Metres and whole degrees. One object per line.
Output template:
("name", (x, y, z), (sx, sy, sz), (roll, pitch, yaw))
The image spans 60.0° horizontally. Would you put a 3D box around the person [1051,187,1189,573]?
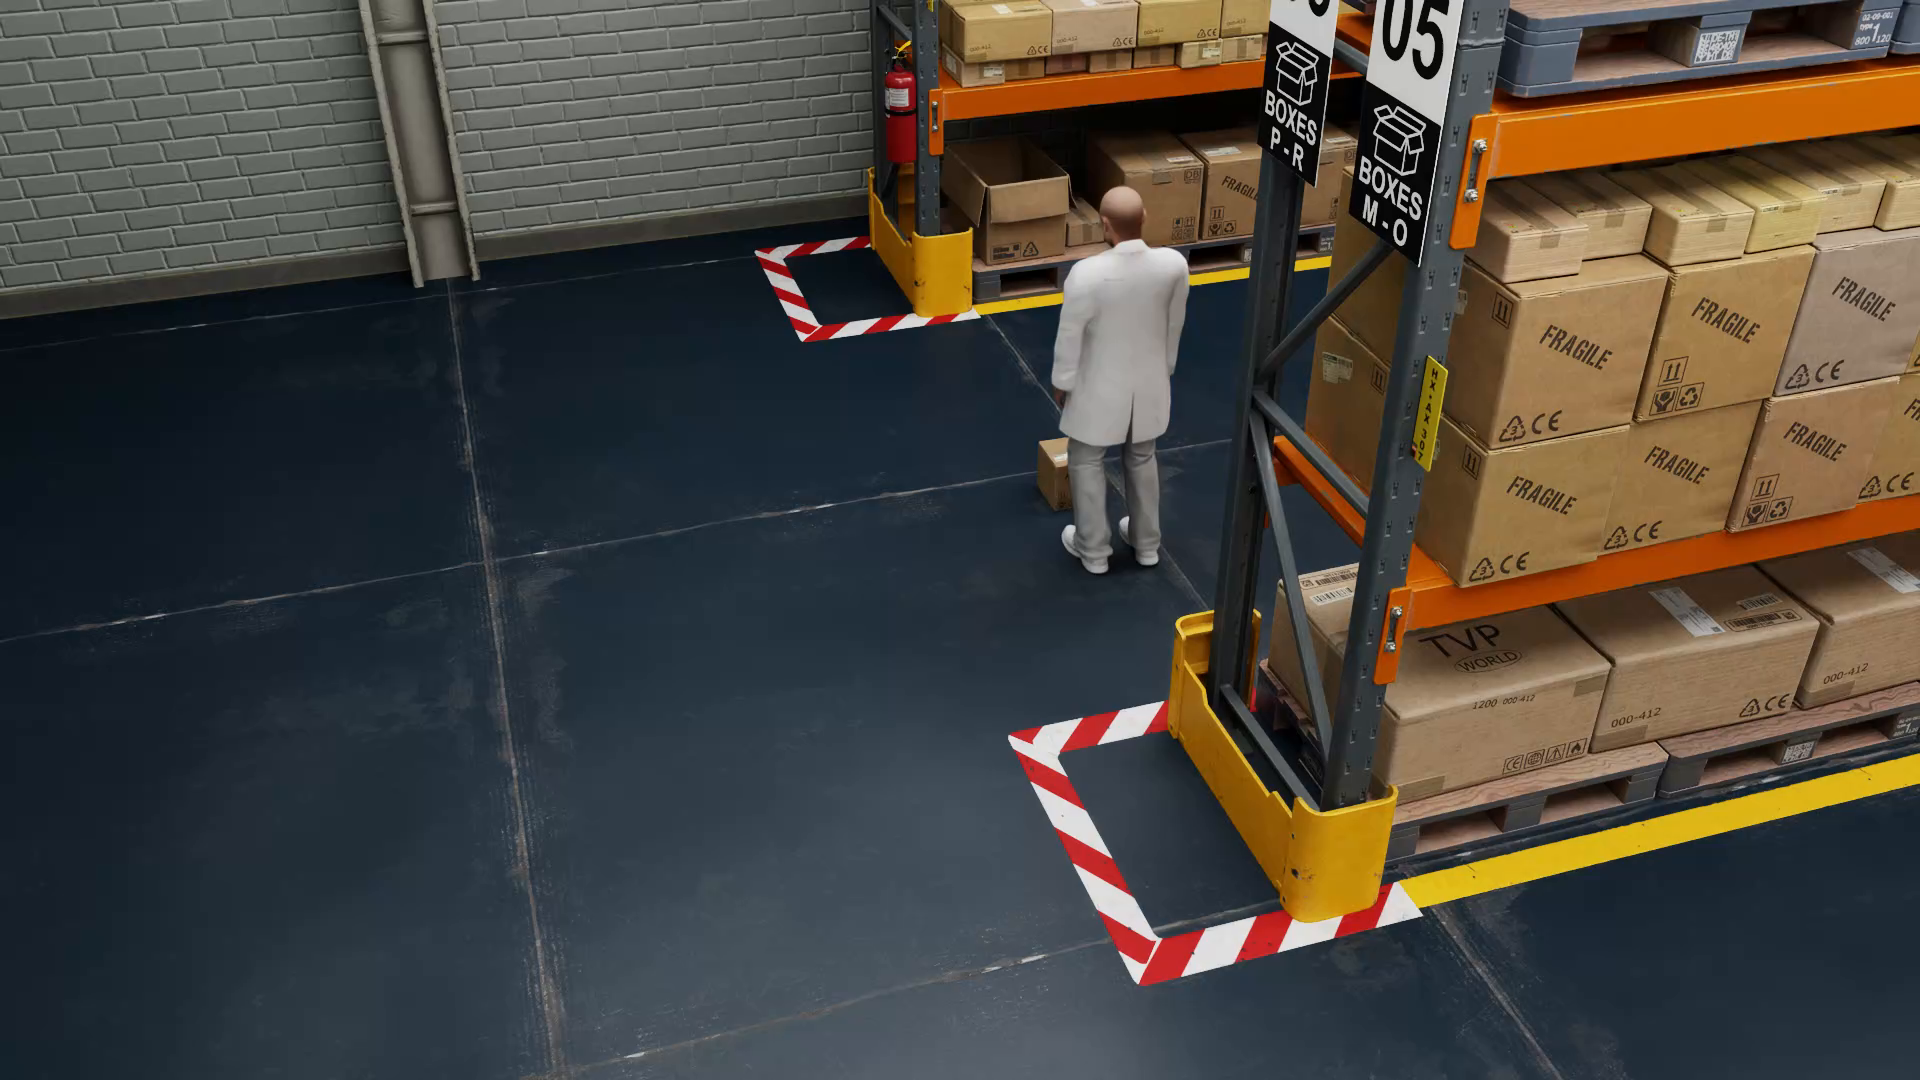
("person", (0.667, -0.677, 7.199), (0.567, 1.767, 0.381), (-9, 35, -14))
